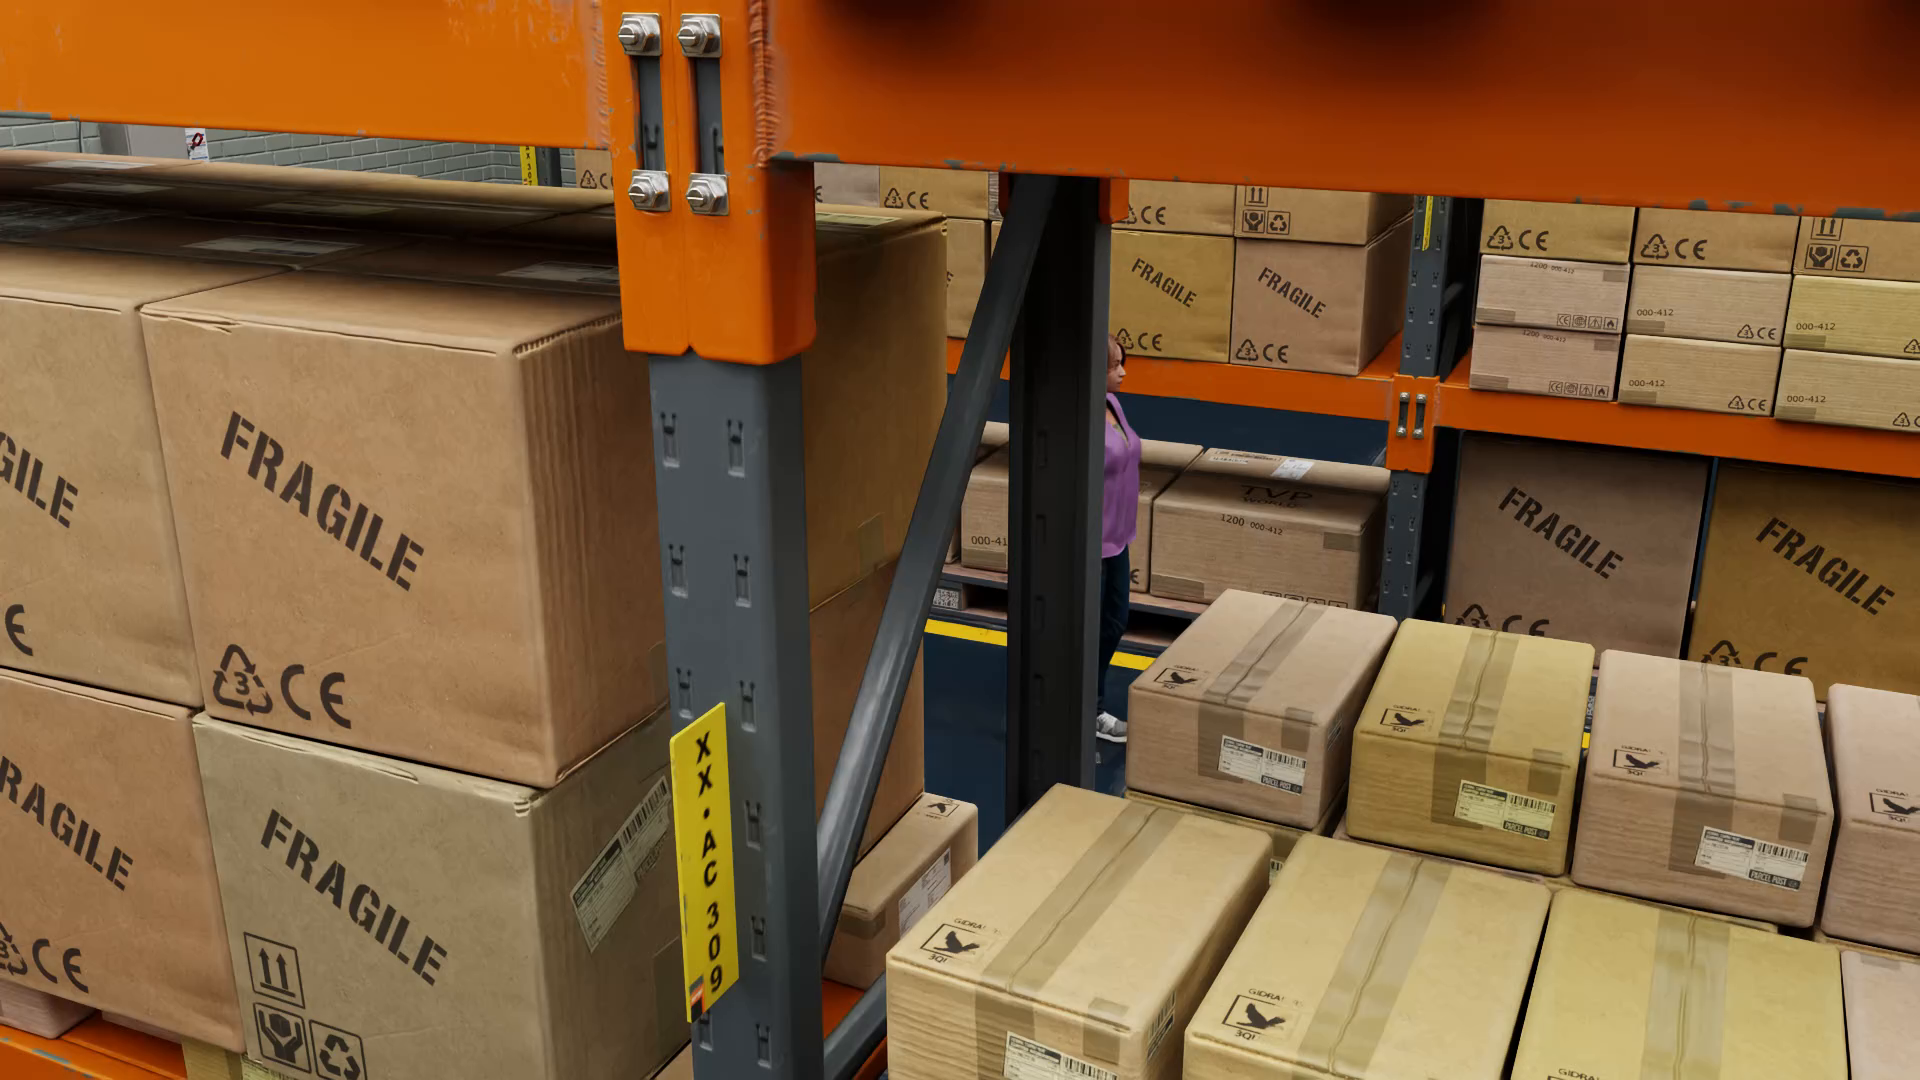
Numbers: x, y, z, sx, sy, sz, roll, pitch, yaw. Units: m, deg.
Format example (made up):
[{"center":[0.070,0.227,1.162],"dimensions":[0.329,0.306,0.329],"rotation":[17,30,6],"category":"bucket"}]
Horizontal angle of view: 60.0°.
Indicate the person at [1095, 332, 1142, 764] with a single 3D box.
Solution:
[{"center":[0.479,0.032,6.042],"dimensions":[0.340,1.608,0.407],"rotation":[9,21,24],"category":"person"}]
